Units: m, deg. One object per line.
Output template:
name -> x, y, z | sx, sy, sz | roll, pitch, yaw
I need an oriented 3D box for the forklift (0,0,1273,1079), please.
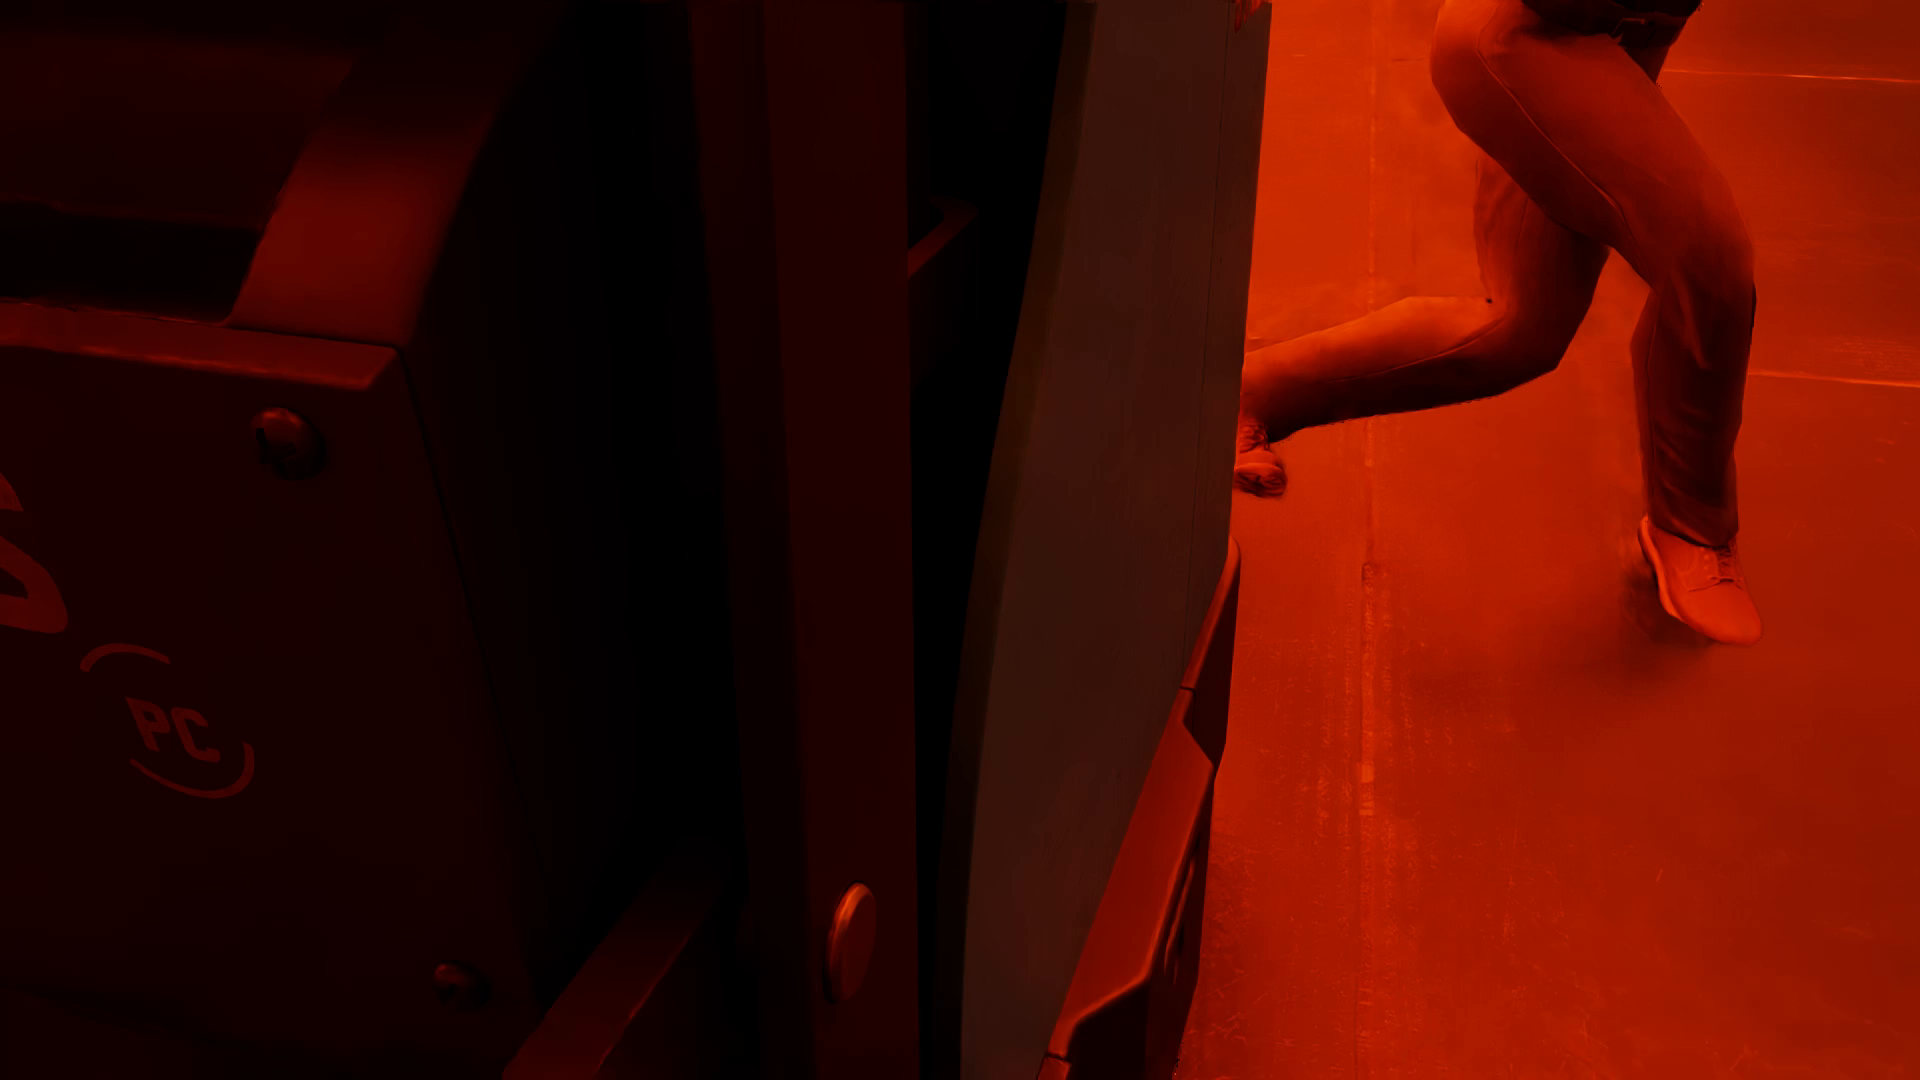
forklift -> -0.624, -0.474, 0.186 | 1.130, 2.935, 3.031 | 8, 28, 15

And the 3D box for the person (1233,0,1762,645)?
person -> 0.775, -0.527, 2.038 | 0.827, 1.435, 1.088 | -13, 30, -24
